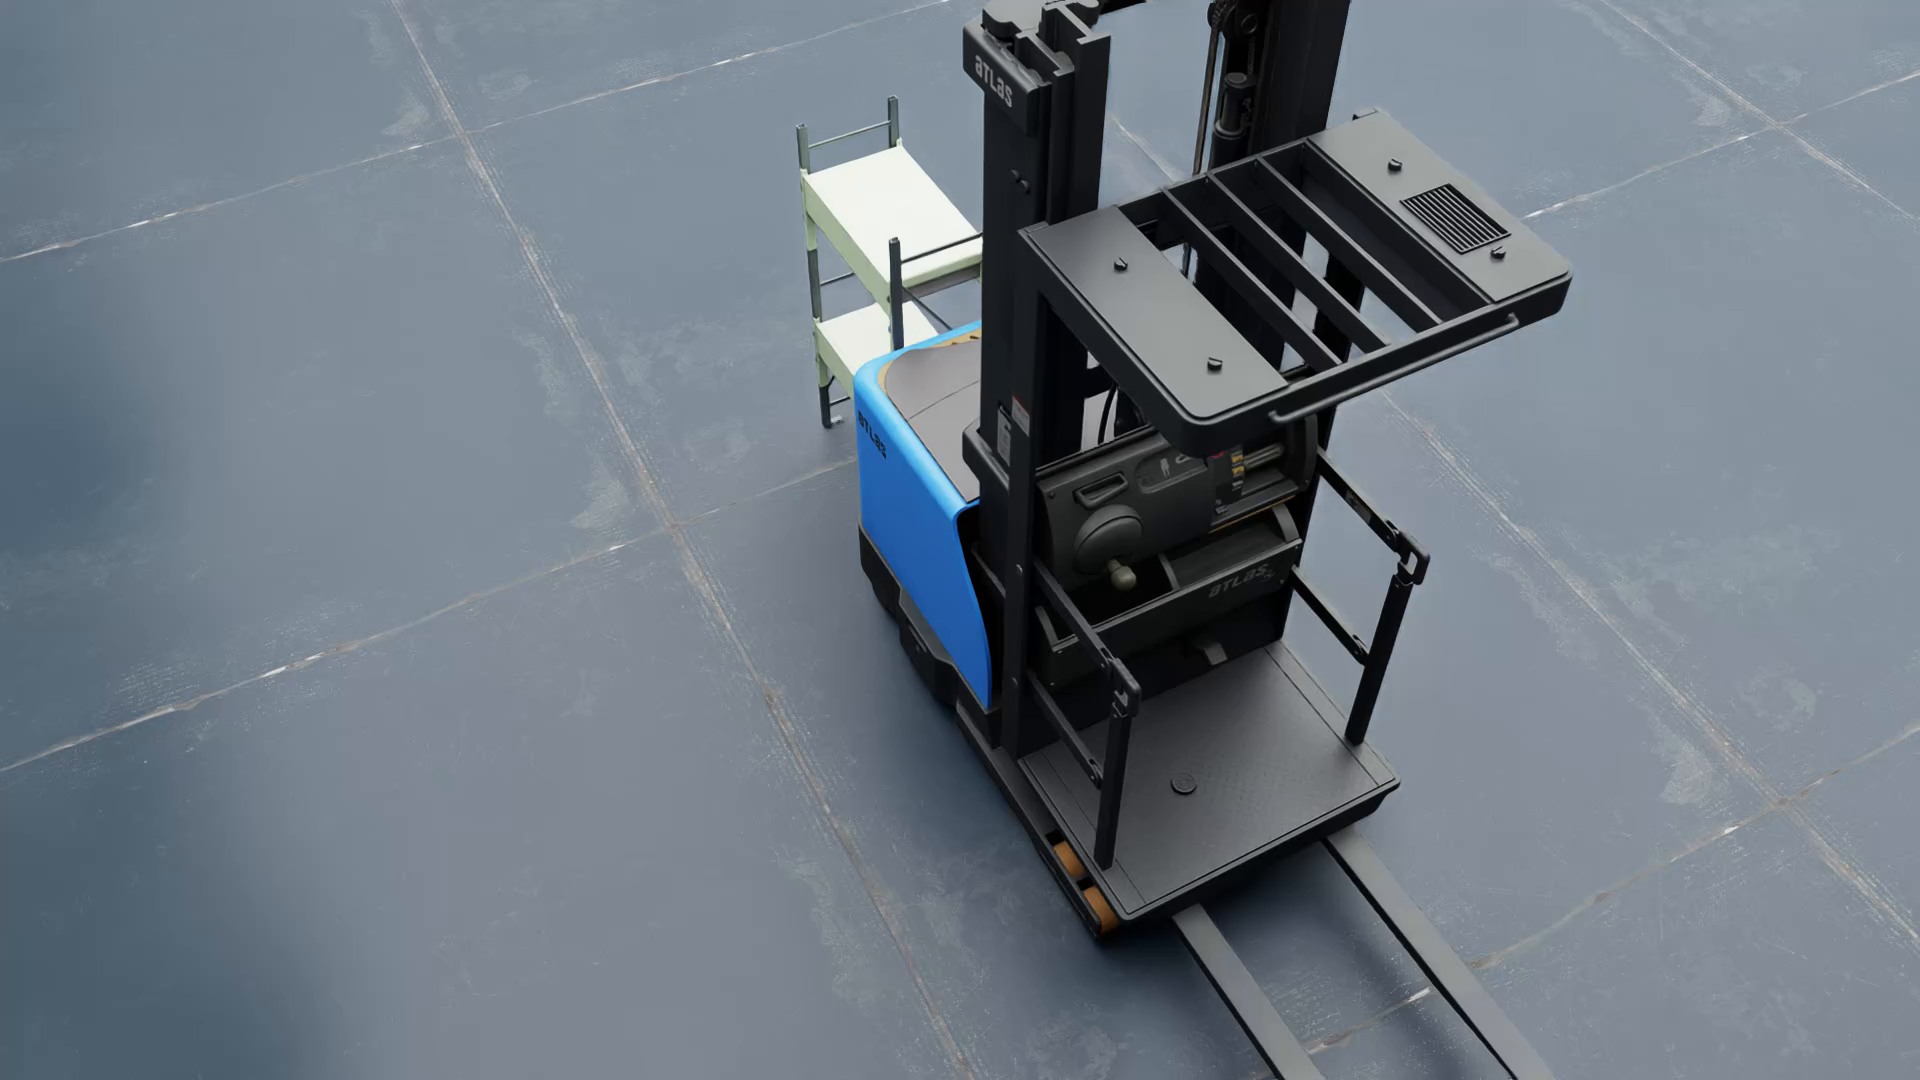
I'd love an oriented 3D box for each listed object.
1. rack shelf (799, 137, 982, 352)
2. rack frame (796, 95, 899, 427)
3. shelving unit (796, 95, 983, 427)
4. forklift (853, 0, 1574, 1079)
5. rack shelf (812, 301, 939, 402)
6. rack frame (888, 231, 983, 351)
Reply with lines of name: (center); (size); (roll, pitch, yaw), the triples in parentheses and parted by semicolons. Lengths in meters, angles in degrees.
rack shelf: (-0.232, -1.069, 6.063); (0.431, 0.370, 0.720); (-22, 52, -18)
rack frame: (-0.407, -1.054, 6.568); (0.400, 1.500, 0.023); (-22, 52, -18)
shelving unit: (-0.232, -0.812, 6.356); (0.431, 1.500, 0.755); (-22, 52, -18)
forklift: (0.759, -0.058, 4.746); (1.130, 2.935, 3.031); (-22, 52, -18)
rack shelf: (-0.232, -0.597, 6.602); (0.431, 0.370, 0.720); (-22, 52, -18)
rack frame: (-0.057, -0.570, 6.145); (0.400, 1.500, 0.023); (-22, 52, -18)
